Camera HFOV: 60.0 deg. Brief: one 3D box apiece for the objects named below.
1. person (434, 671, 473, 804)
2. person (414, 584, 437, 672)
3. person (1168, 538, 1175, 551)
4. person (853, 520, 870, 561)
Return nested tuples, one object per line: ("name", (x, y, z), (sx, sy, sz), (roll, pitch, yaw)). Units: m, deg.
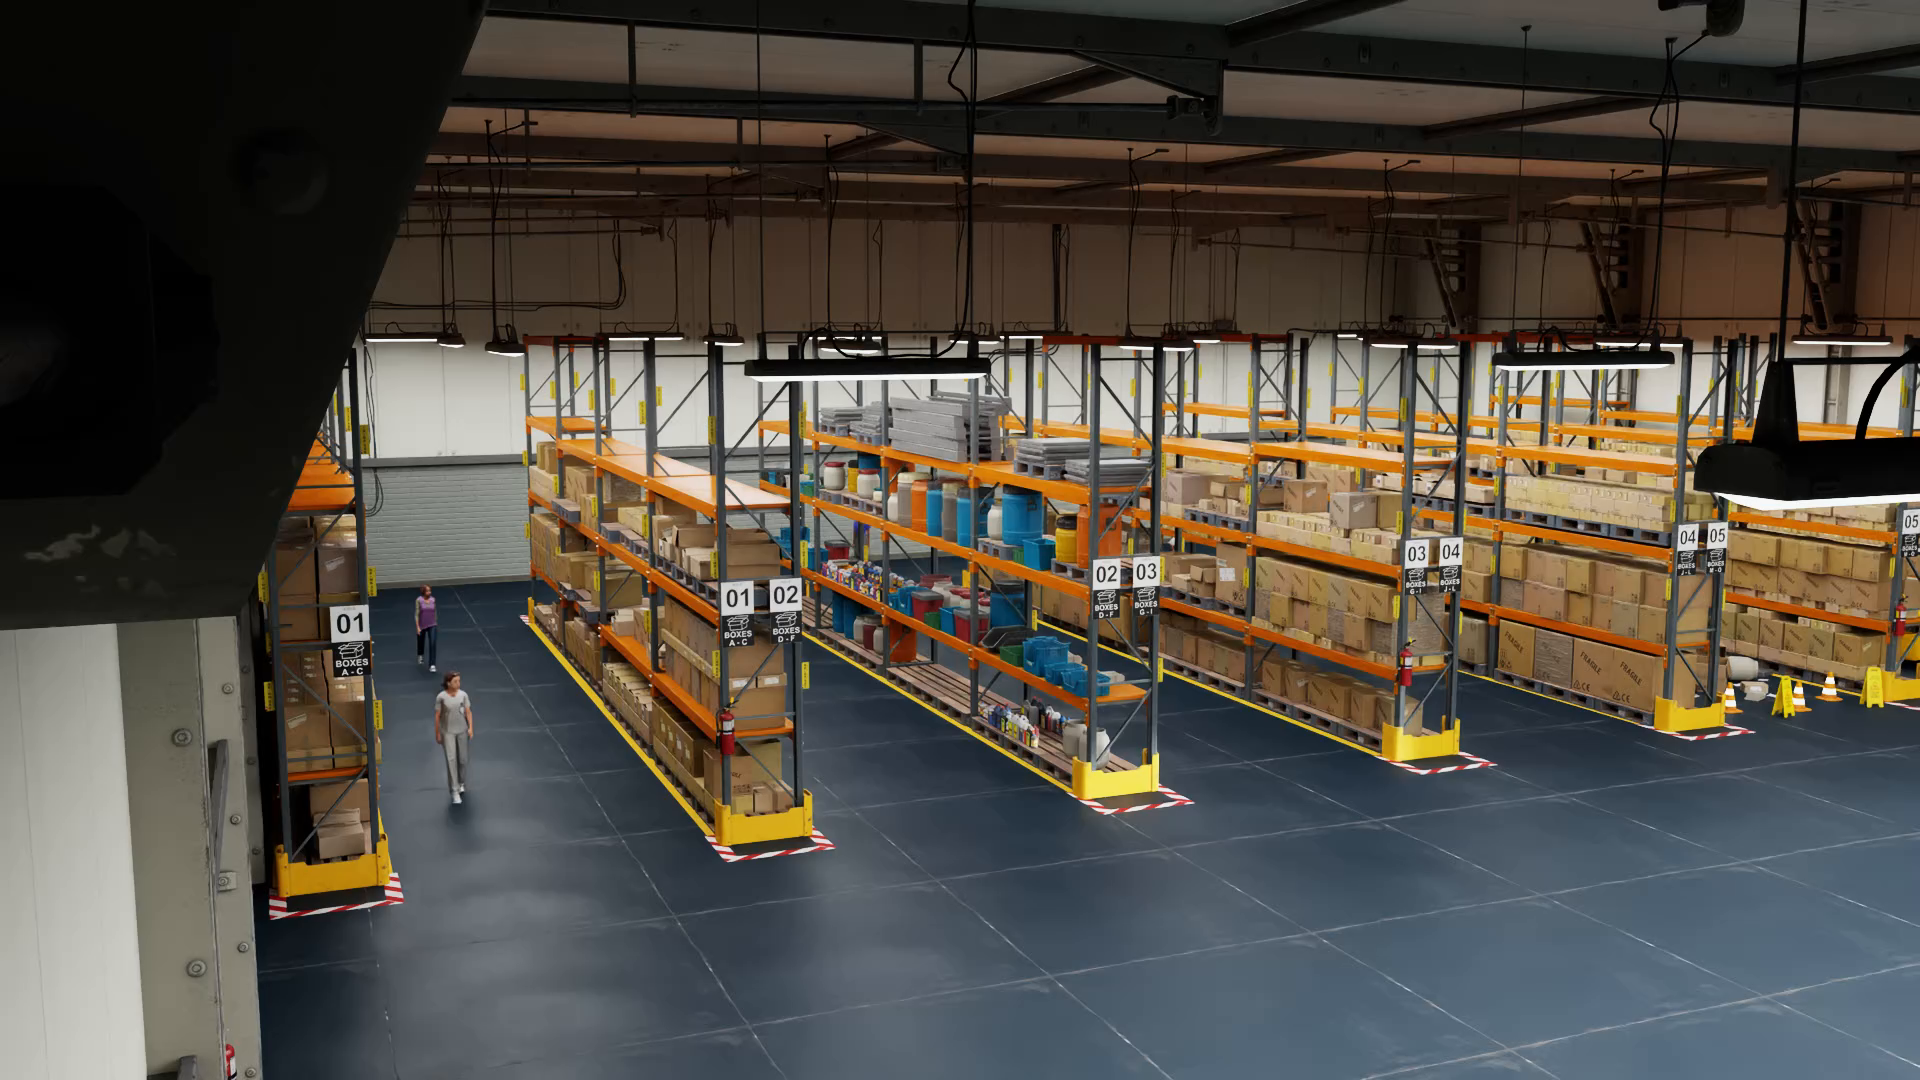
("person", (-6.670, 2.596, 22.073), (0.469, 1.668, 0.745), (-5, 9, -32))
("person", (-9.649, 1.553, 30.048), (0.402, 1.551, 0.899), (-3, 8, -23))
("person", (4.515, 0.843, 34.706), (0.578, 1.788, 0.533), (-2, 8, -14))
("person", (-2.430, 0.004, 41.365), (0.457, 1.634, 0.675), (5, 9, 35))
